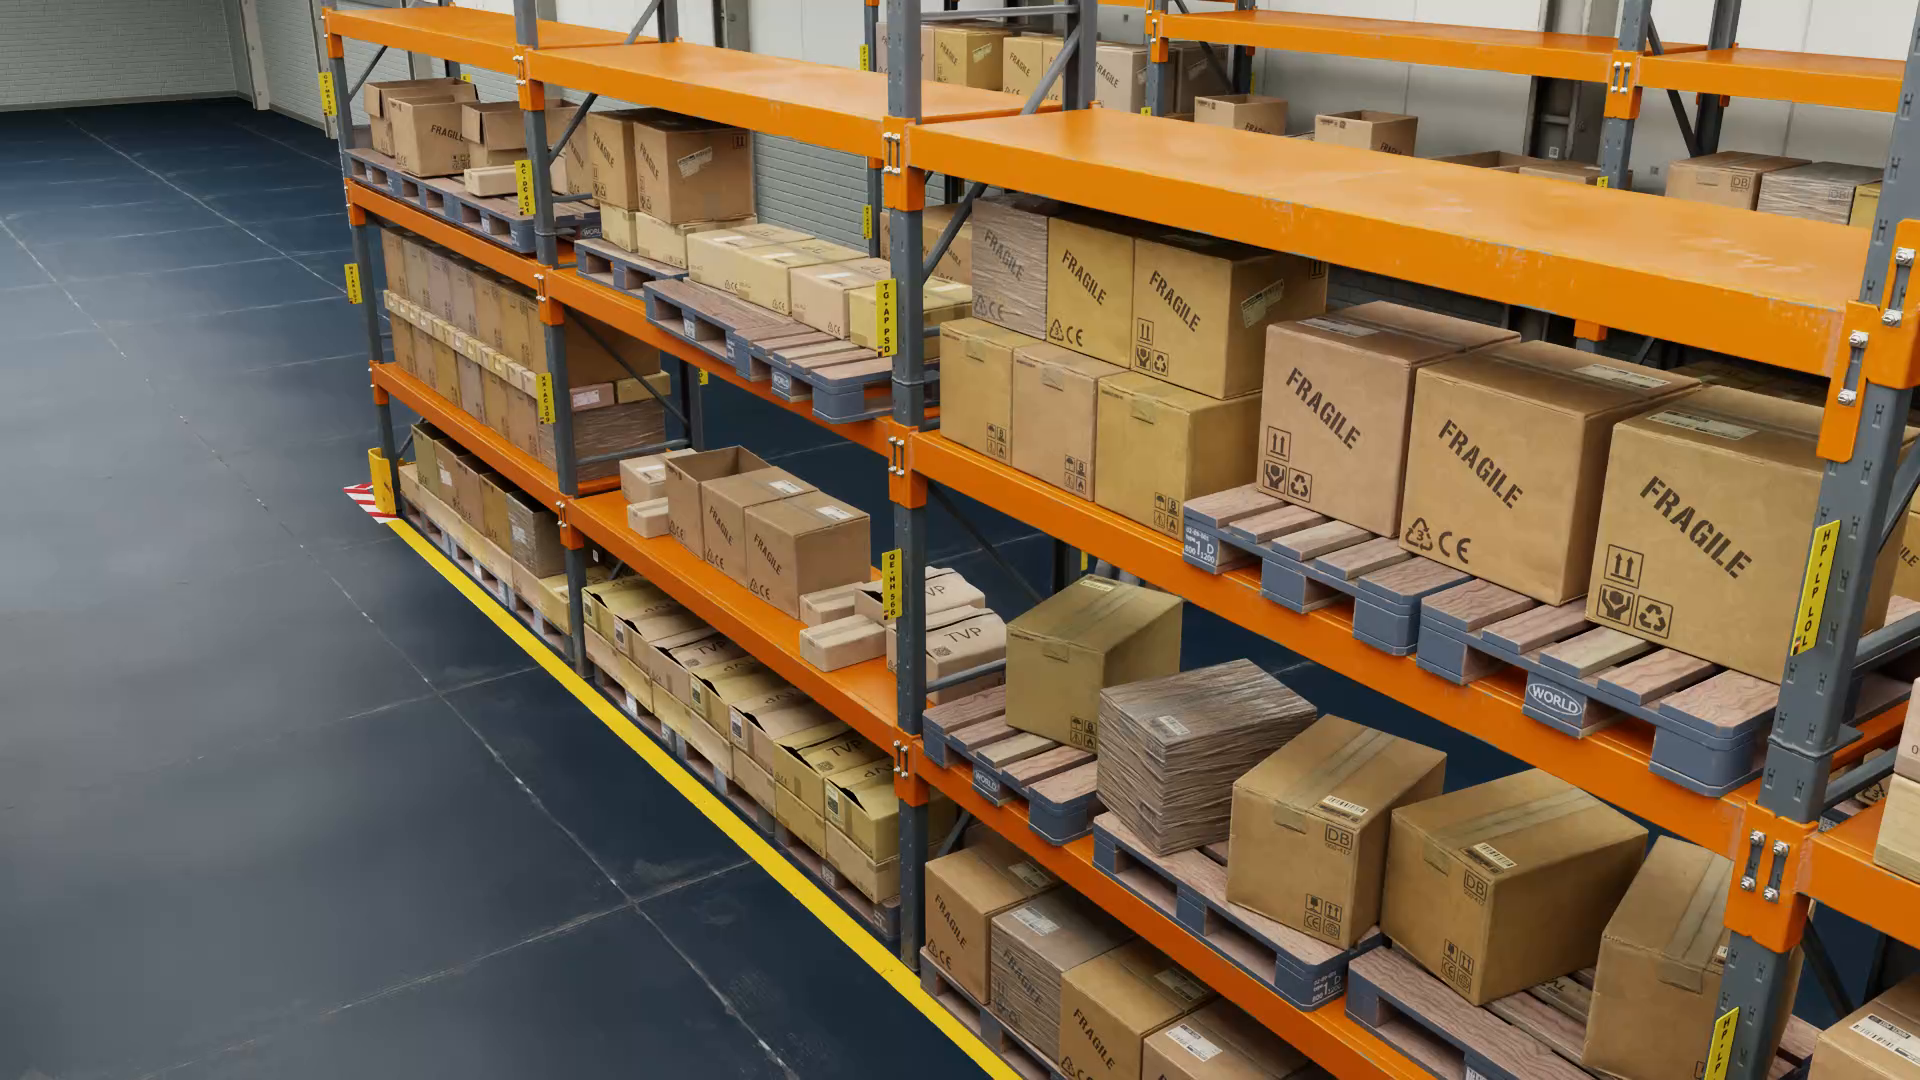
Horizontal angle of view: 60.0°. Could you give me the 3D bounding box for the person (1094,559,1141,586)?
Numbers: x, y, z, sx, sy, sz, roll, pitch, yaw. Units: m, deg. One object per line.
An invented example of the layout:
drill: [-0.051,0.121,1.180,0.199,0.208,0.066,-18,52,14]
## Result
person: [1.172,-0.232,11.977,0.390,1.660,0.469,-14,26,-32]
